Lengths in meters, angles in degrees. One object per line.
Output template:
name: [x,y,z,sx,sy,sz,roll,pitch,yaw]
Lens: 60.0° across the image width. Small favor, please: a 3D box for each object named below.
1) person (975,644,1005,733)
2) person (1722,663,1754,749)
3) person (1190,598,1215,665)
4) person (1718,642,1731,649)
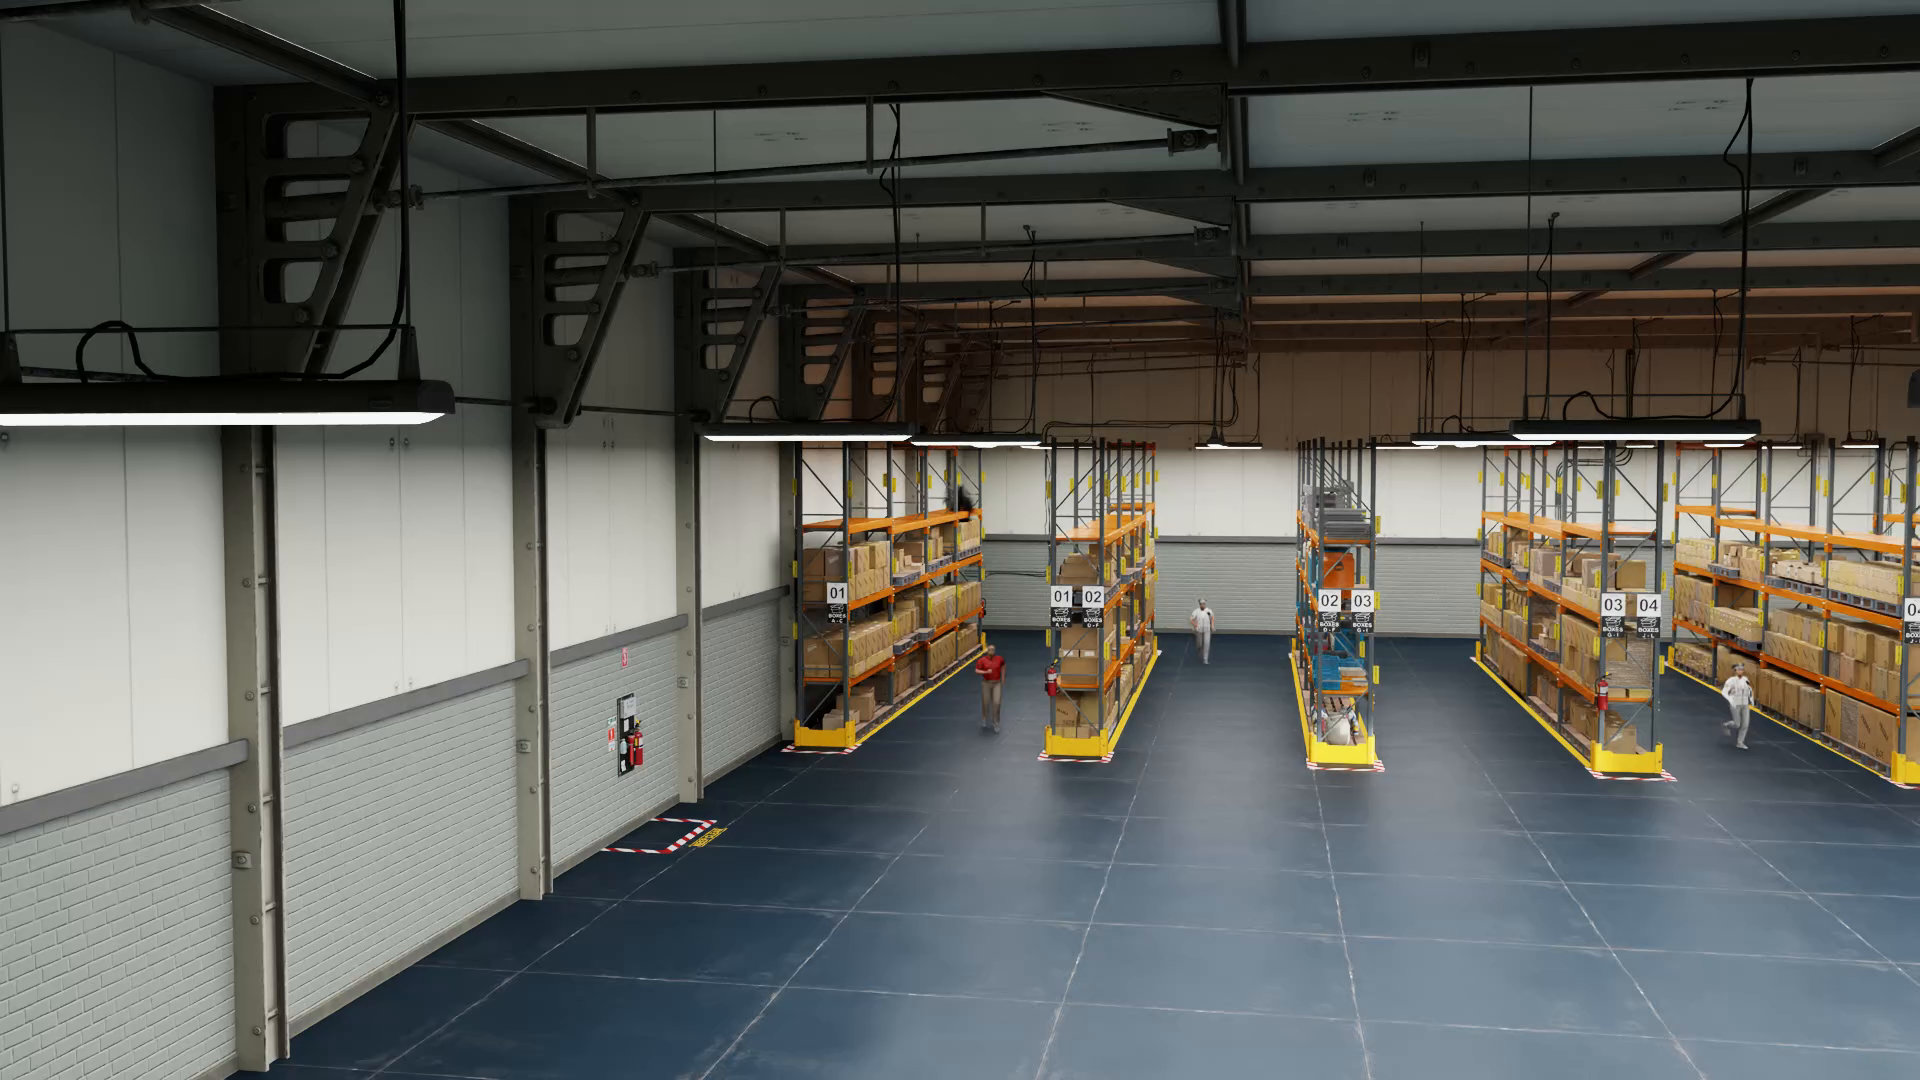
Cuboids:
person: [0.627,3.041,34.293,0.664,1.793,0.847,0,3,-5]
person: [15.129,3.195,32.282,0.633,1.651,0.677,0,3,-3]
person: [6.572,2.457,45.086,0.653,1.768,0.929,0,3,5]
person: [20.922,2.544,45.696,0.579,1.553,0.550,1,3,12]
